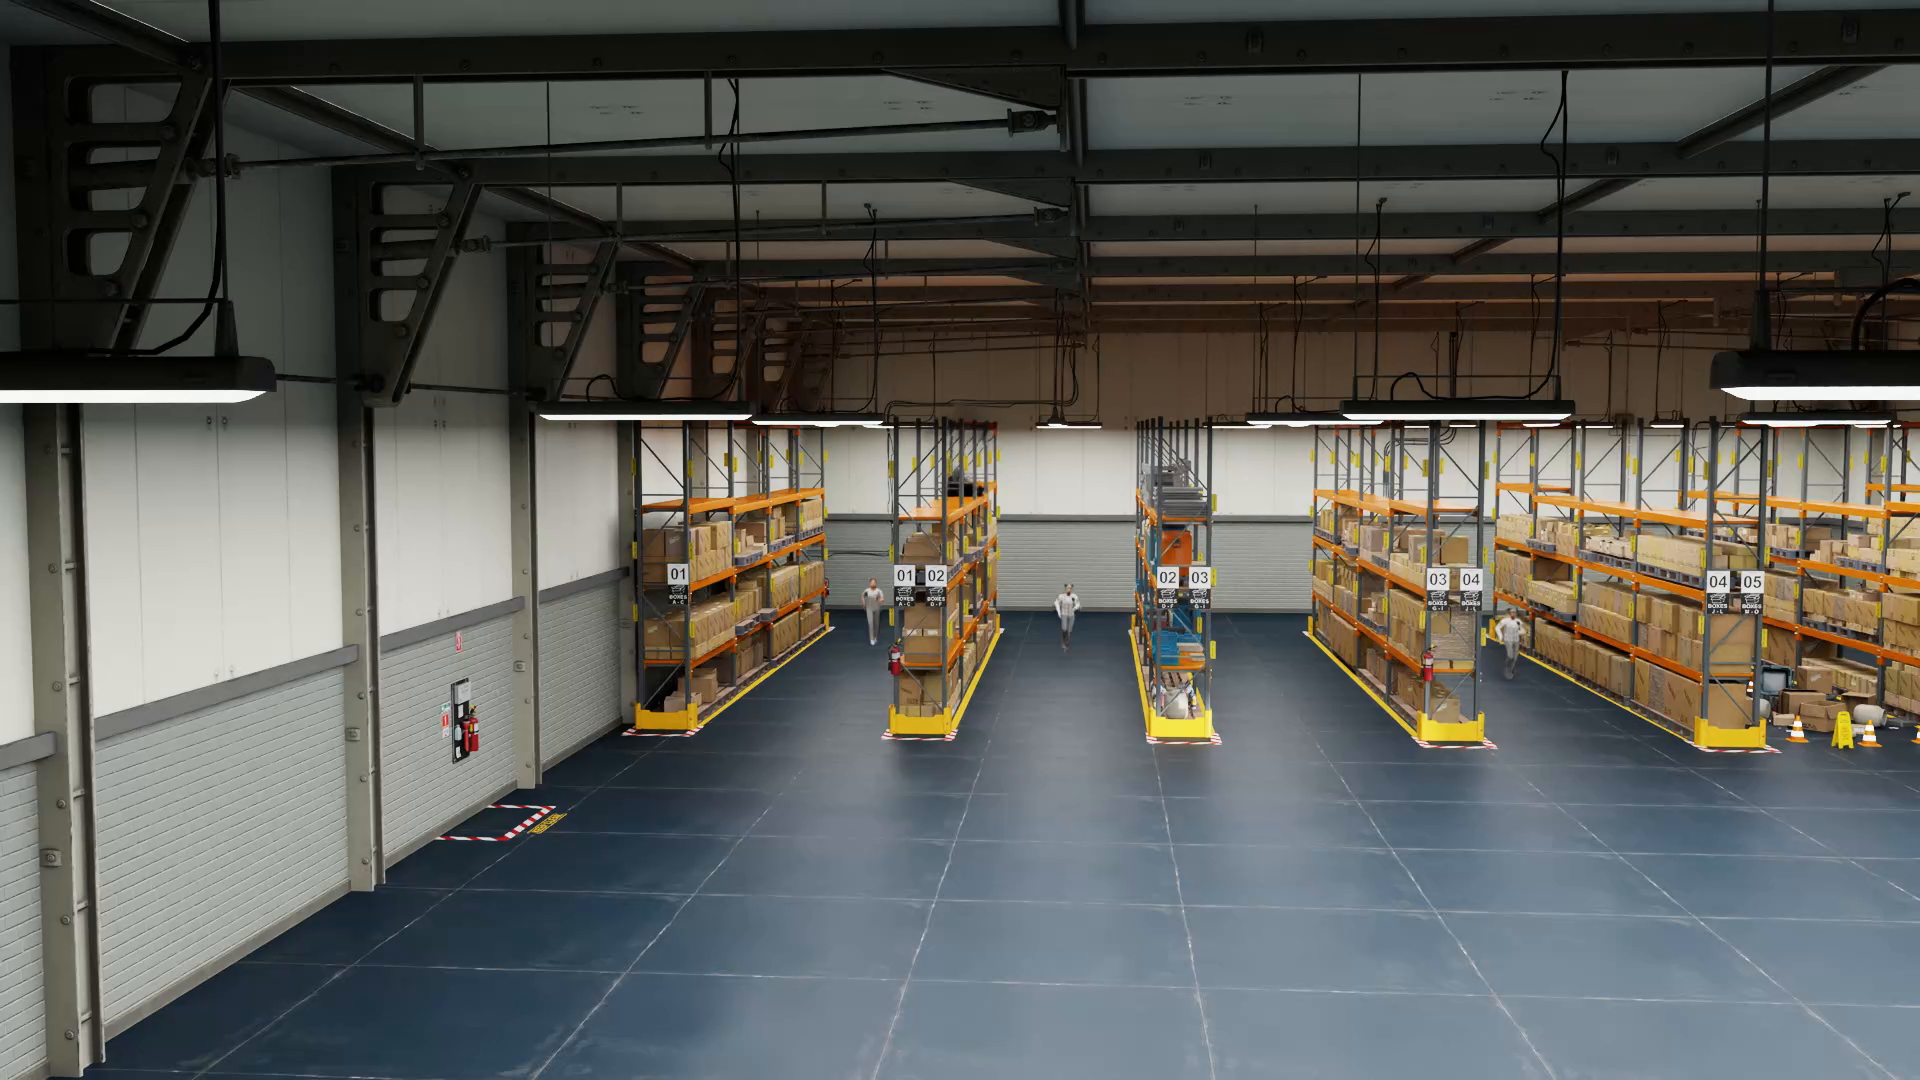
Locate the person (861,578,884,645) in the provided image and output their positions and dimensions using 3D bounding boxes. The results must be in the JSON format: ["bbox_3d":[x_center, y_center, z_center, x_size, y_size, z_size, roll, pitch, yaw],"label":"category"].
[{"bbox_3d":[-2.222,1.821,42.478,0.570,1.687,0.891,0,4,-7],"label":"person"}]

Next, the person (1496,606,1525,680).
[{"bbox_3d":[12.726,2.376,38.343,0.584,1.704,0.672,0,4,-2],"label":"person"}]

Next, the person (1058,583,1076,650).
[{"bbox_3d":[2.656,1.901,41.356,0.437,1.679,0.611,0,4,-3],"label":"person"}]
